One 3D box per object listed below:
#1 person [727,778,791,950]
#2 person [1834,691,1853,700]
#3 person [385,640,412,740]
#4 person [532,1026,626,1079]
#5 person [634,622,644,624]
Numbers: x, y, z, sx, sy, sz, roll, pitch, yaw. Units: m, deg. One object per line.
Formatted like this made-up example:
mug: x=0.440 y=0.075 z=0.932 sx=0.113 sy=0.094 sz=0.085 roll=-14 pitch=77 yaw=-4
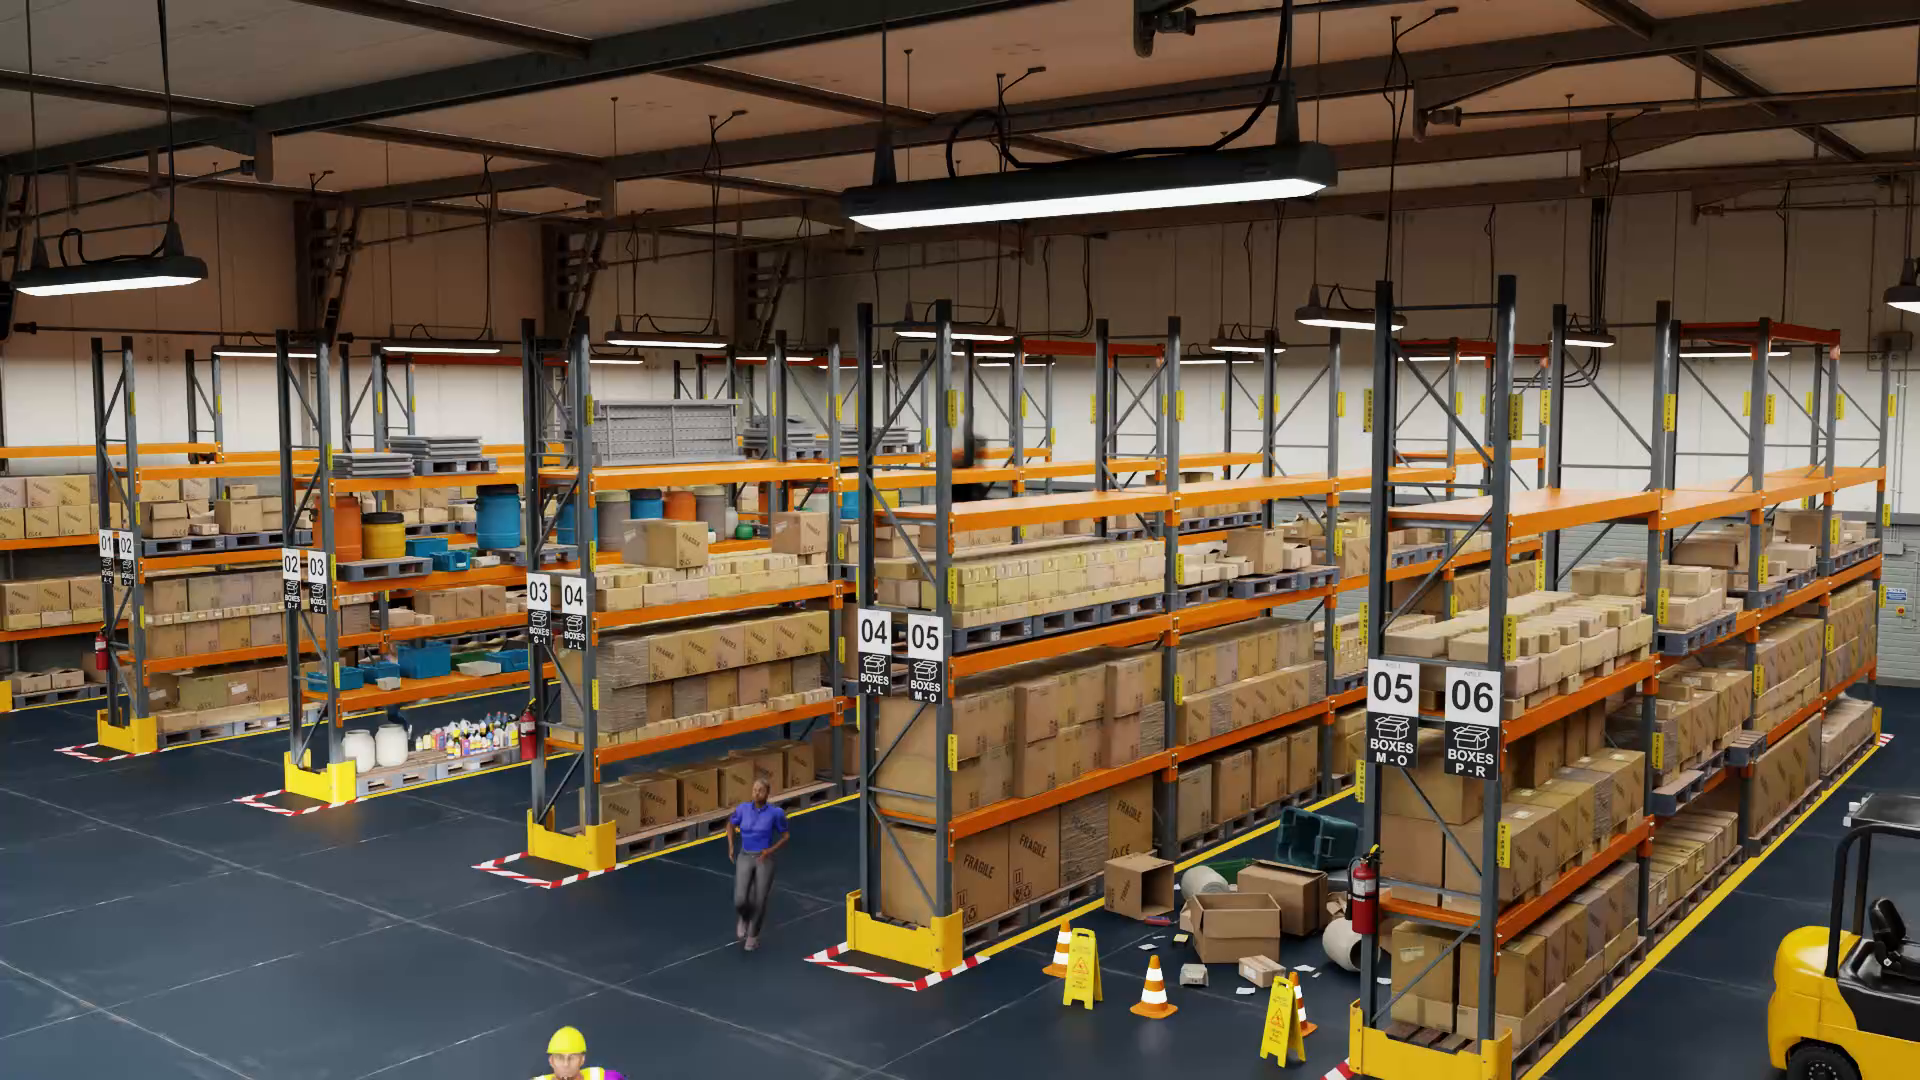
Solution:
person: x=-1.892 y=3.021 z=15.493 sx=0.613 sy=1.617 sz=0.494 roll=0 pitch=5 yaw=3
person: x=13.755 y=2.030 z=26.218 sx=0.687 sy=1.795 sz=0.886 roll=-3 pitch=6 yaw=-35
person: x=-8.317 y=2.255 z=24.434 sx=0.525 sy=1.556 sz=0.532 roll=2 pitch=5 yaw=21
person: x=-2.099 y=3.504 z=8.991 sx=0.767 sy=1.758 sz=0.609 roll=-1 pitch=5 yaw=-10
person: x=-5.627 y=1.882 z=28.406 sx=0.577 sy=1.630 sz=0.540 roll=3 pitch=6 yaw=29
